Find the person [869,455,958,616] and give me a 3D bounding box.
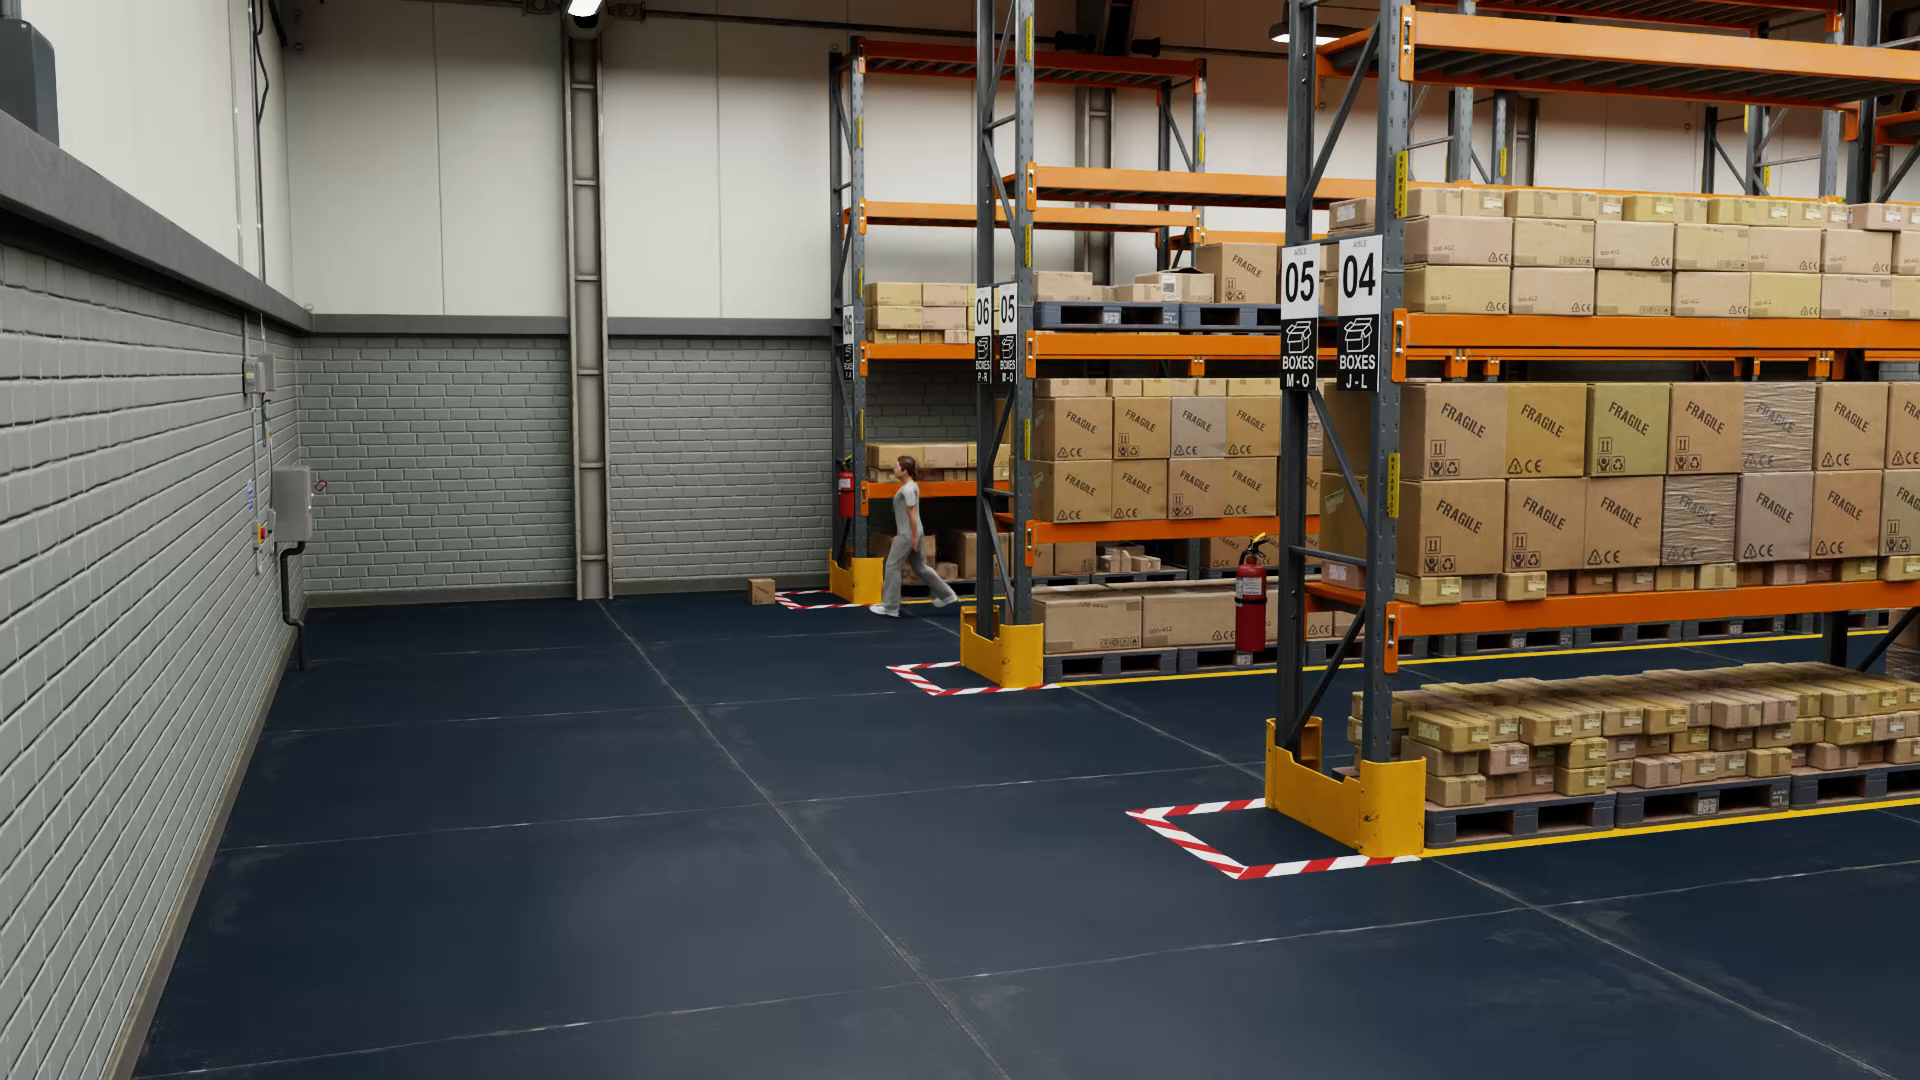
[{"bbox_3d":[-0.468,-0.045,17.036,0.890,1.642,0.451,1,6,7],"label":"person"}]
